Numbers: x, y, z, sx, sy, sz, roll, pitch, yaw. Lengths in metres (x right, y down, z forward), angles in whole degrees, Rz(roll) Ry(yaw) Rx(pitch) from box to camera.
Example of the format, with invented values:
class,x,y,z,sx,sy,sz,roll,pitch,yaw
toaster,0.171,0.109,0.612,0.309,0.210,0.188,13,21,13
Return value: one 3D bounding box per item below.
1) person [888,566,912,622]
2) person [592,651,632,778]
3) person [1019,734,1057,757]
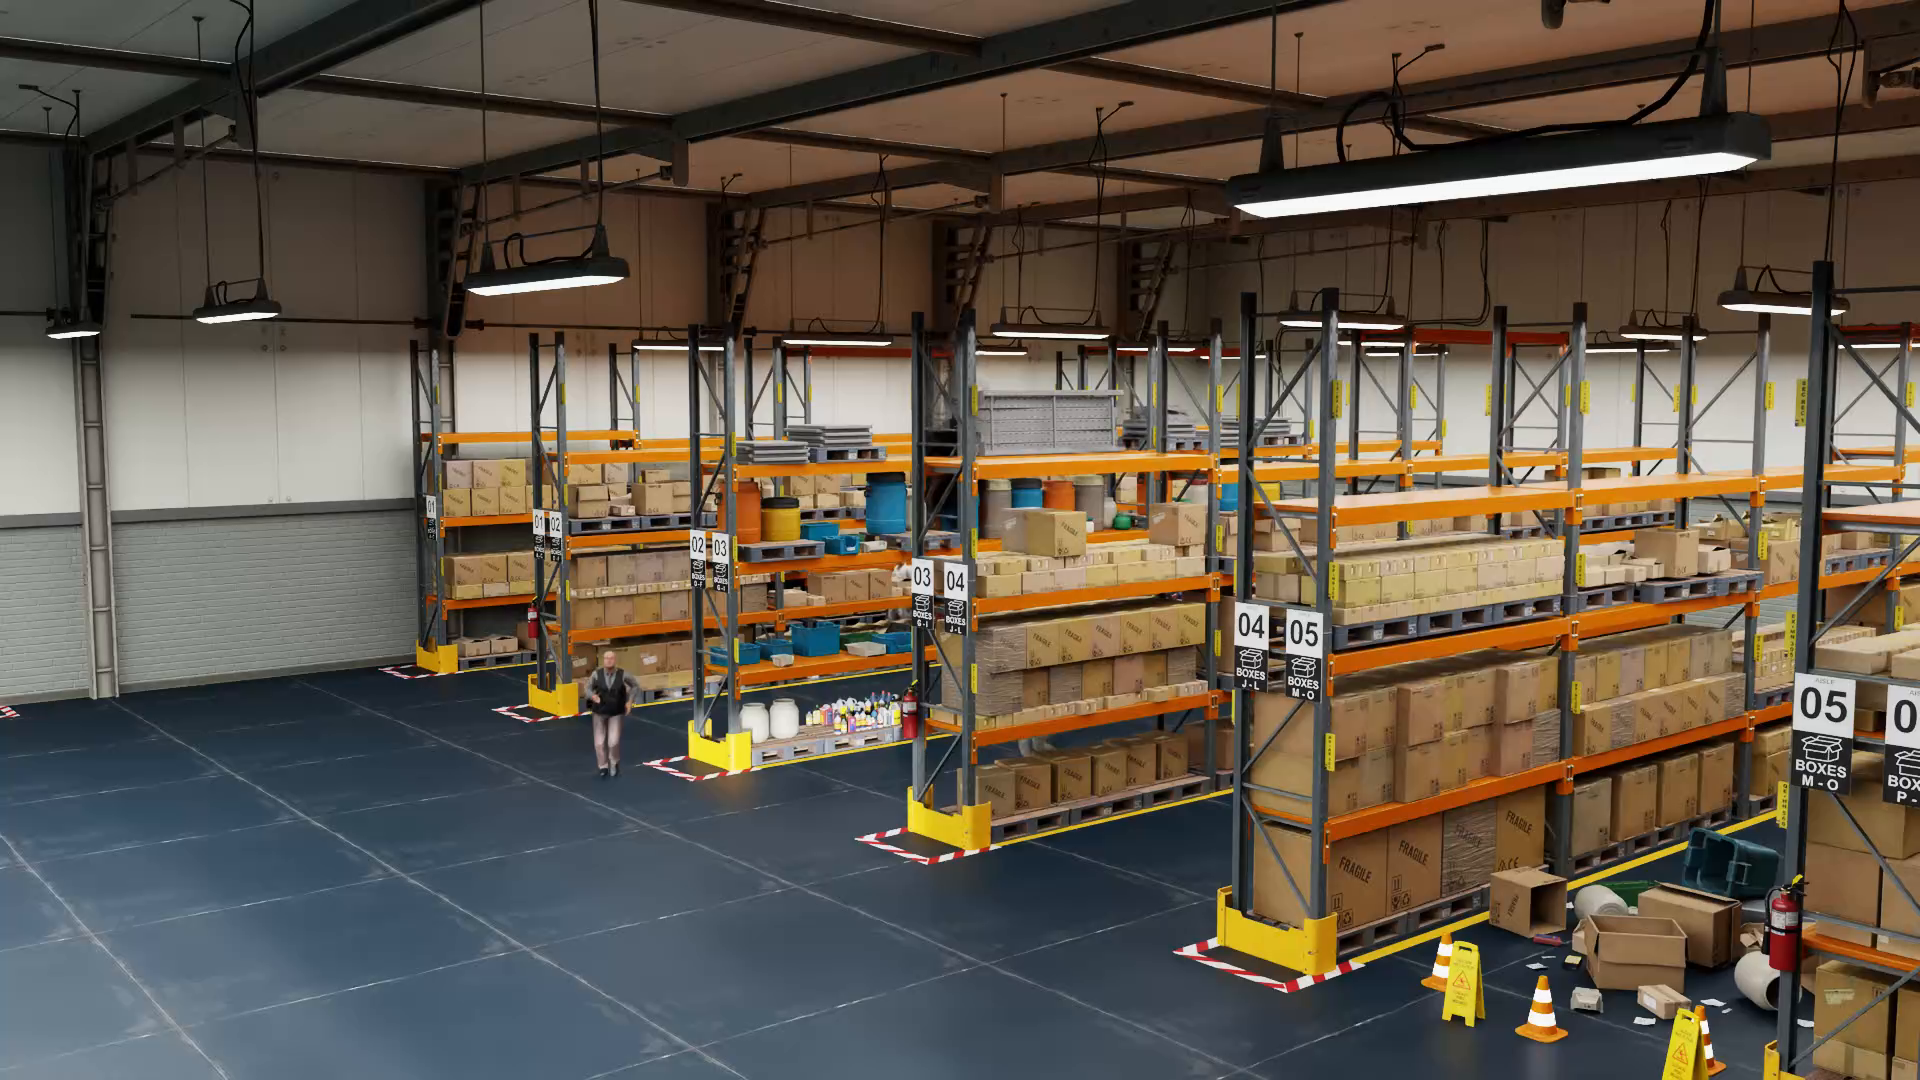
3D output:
class,x,y,z,sx,sy,sz,roll,pitch,yaw
person,-1.190,1.252,34.224,0.629,1.496,0.812,5,7,42
person,-4.570,2.306,21.823,0.545,1.694,0.628,0,5,-2
person,1.050,2.406,21.877,0.584,1.347,0.452,-5,7,-41
